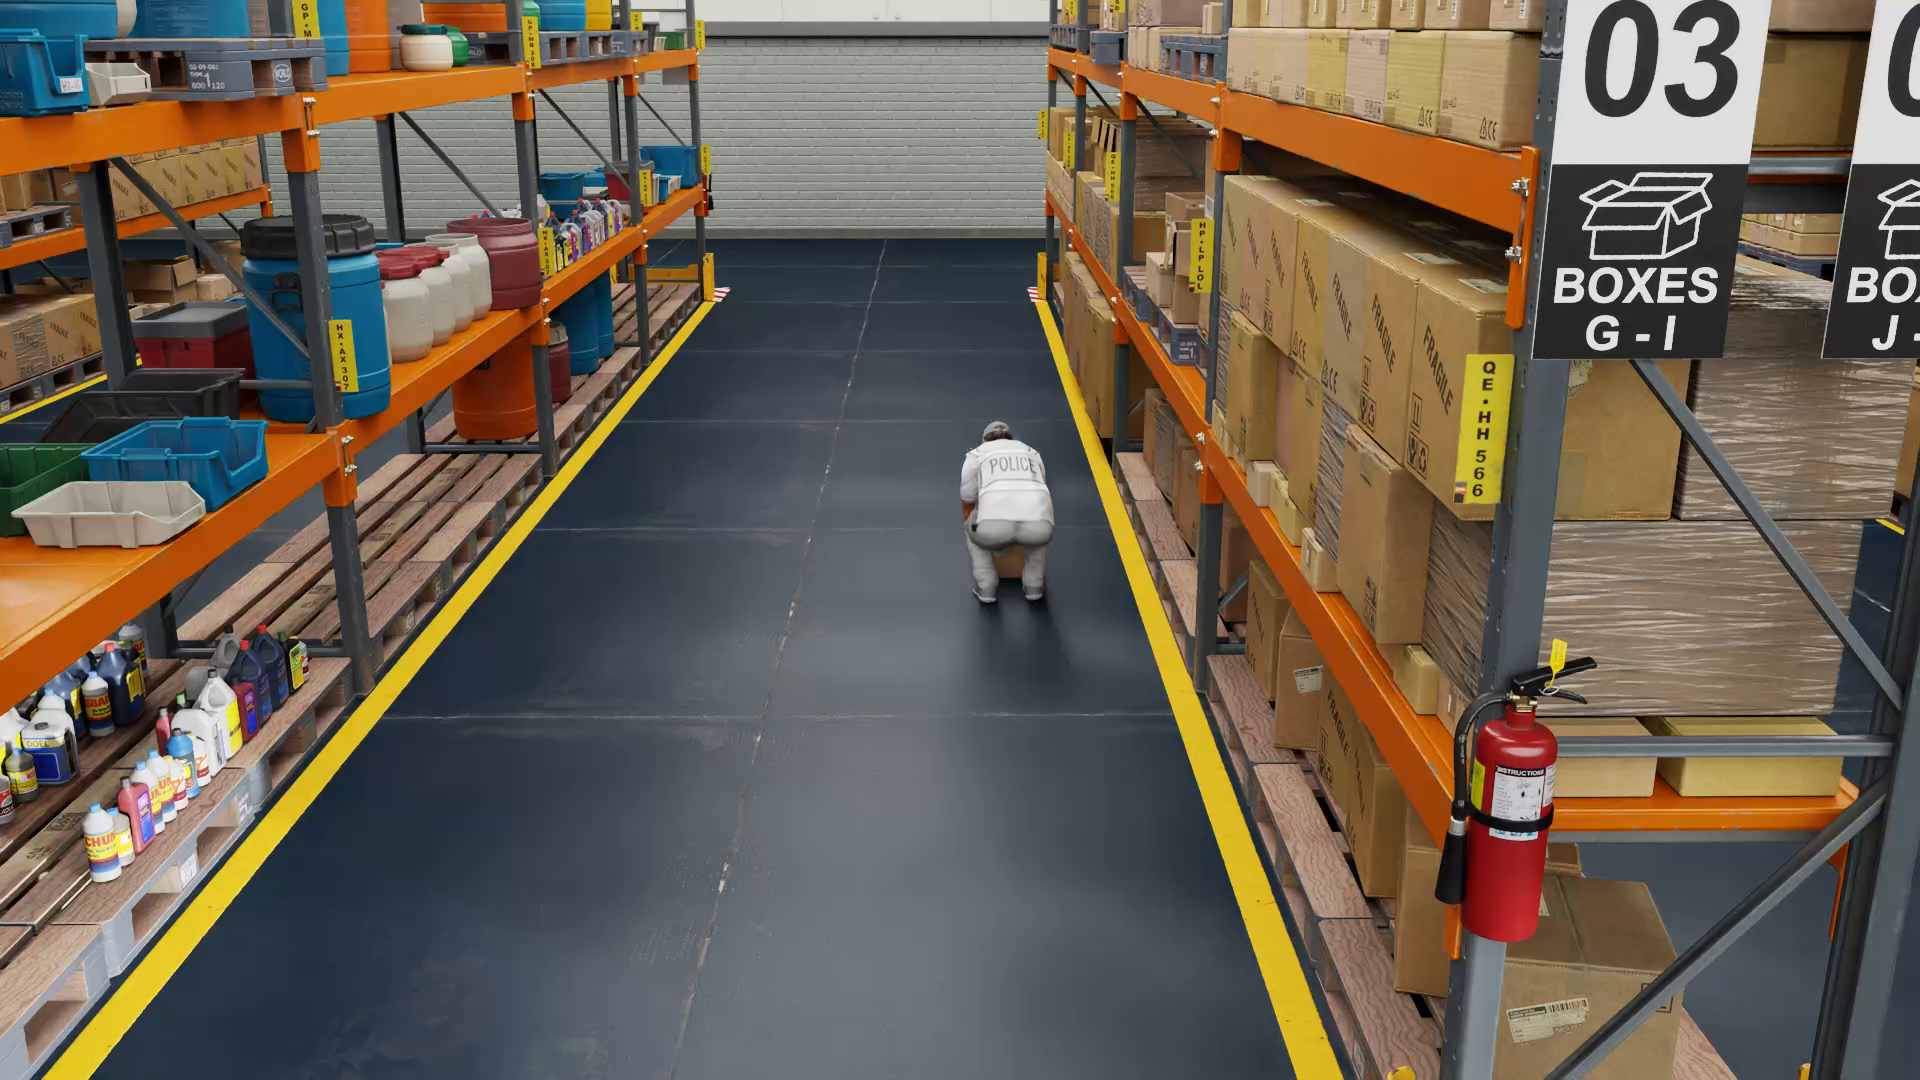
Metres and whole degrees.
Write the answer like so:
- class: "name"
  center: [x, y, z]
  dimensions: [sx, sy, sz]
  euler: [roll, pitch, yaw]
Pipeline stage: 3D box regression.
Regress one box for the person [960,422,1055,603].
- class: "person"
  center: [0.263, -0.142, 9.289]
  dimensions: [0.516, 0.909, 0.857]
  euler: [0, 17, -1]
